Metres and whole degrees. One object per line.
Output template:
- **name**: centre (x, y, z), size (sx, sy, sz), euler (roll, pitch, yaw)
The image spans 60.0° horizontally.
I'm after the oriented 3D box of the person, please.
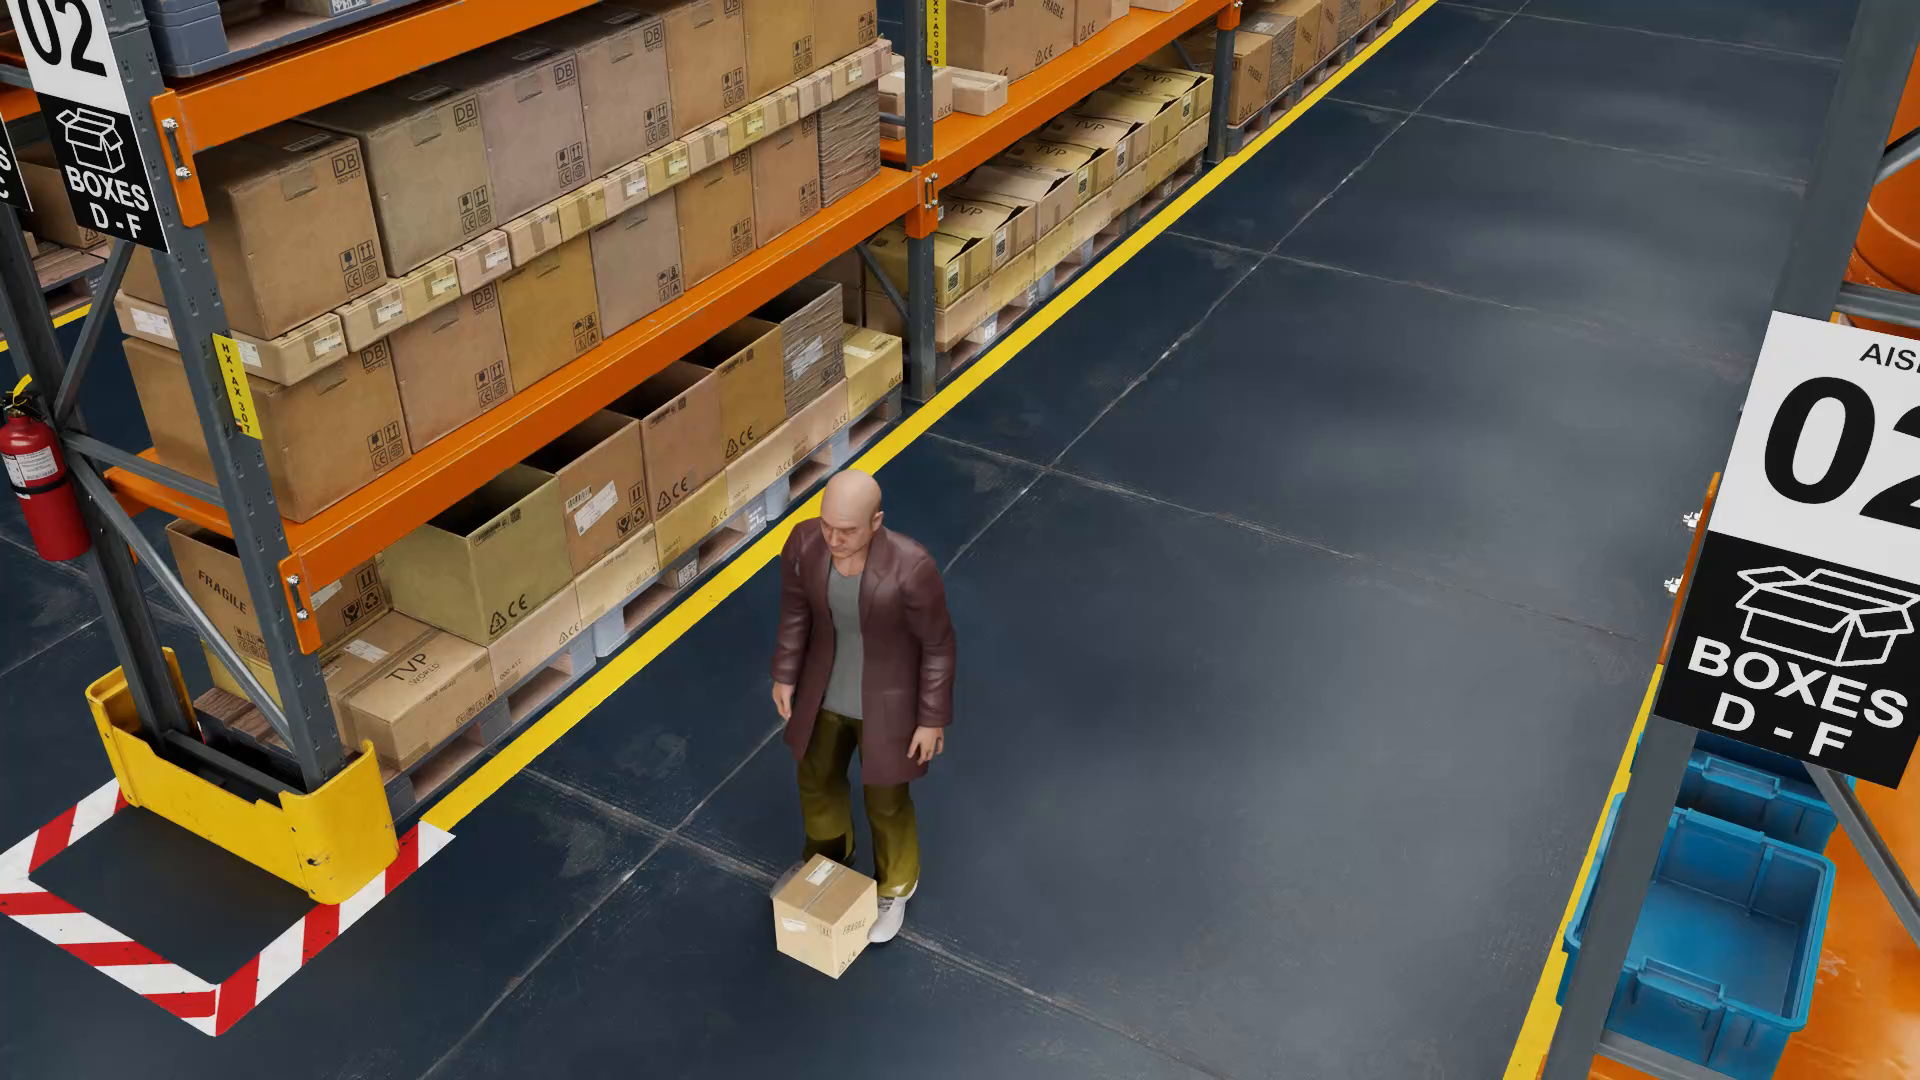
- **person**: centre (-0.322, 0.517, 5.380), size (0.651, 1.773, 0.428), euler (15, 37, 22)
